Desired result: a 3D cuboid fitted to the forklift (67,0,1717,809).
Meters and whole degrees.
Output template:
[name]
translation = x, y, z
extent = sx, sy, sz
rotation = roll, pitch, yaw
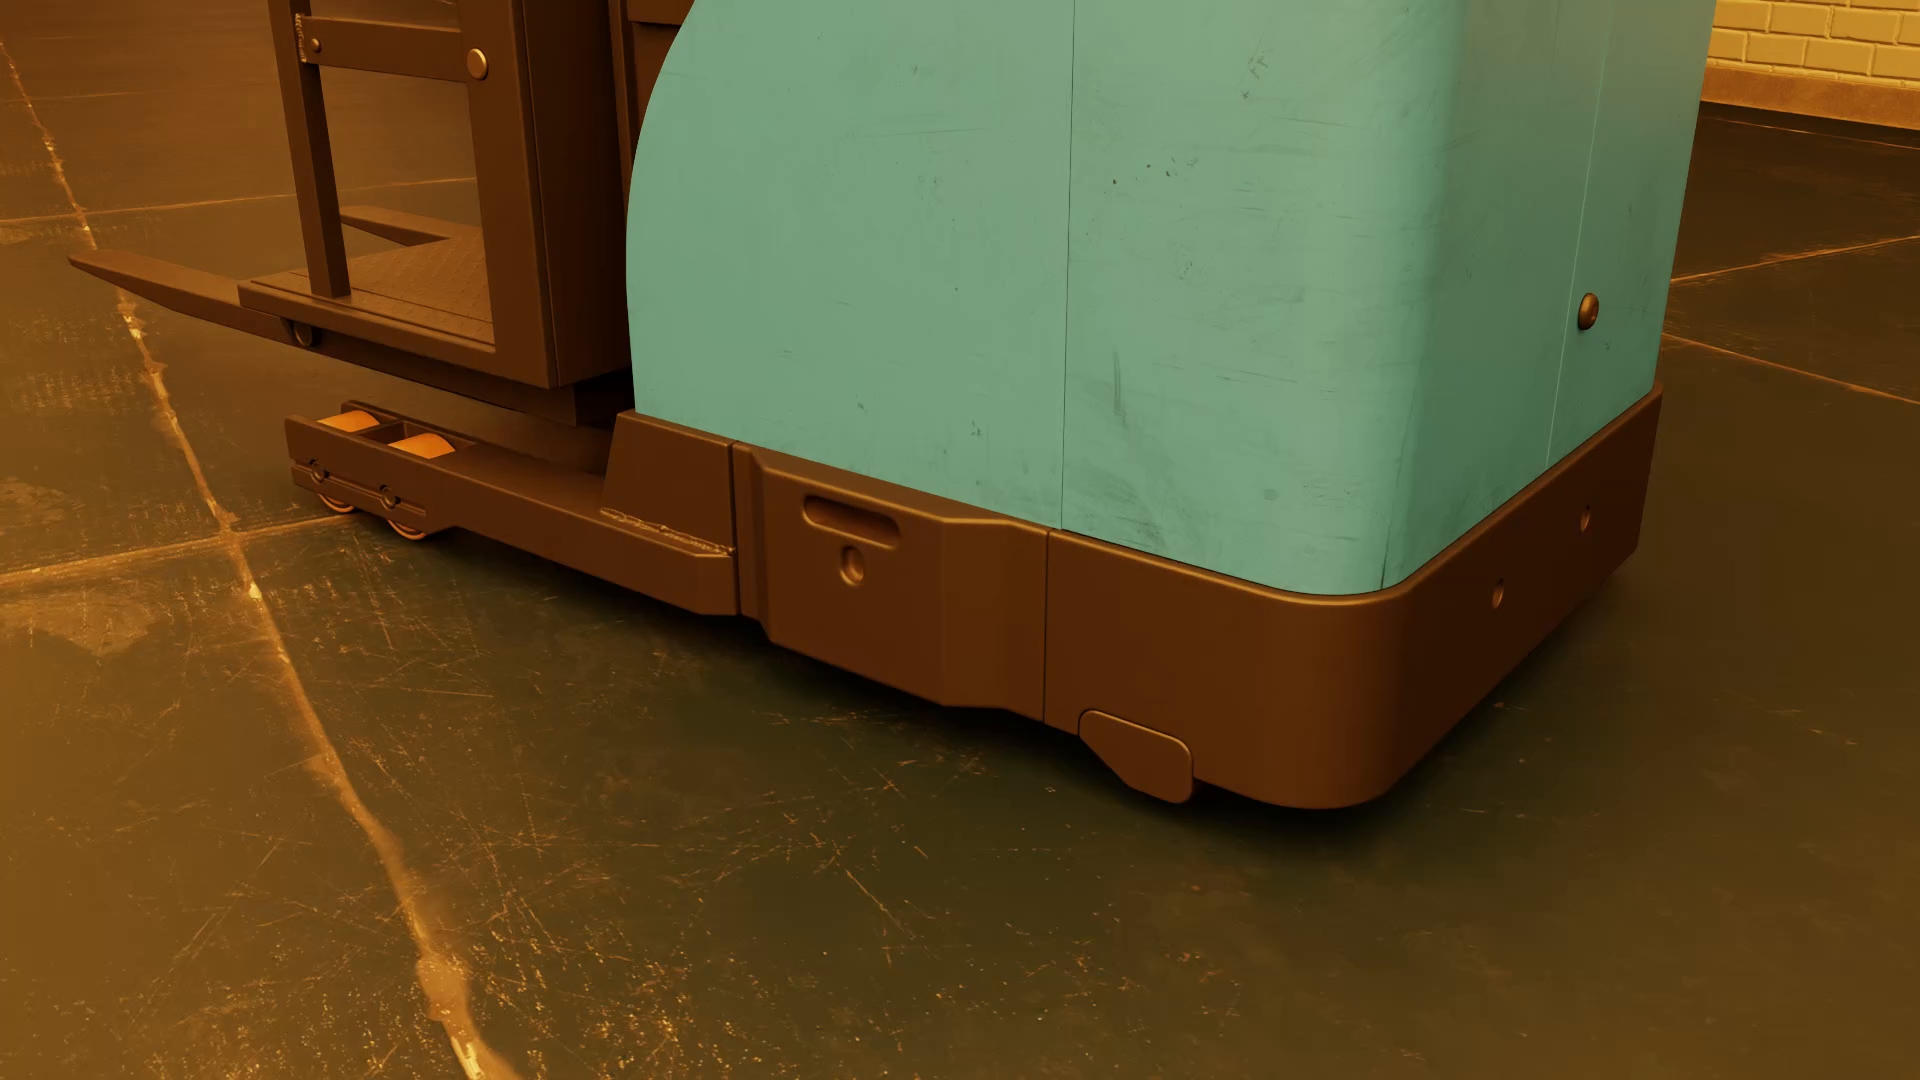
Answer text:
[forklift]
translation = -0.481, -1.497, 2.422
extent = 3.031, 2.935, 1.130
rotation = 16, 27, 34
